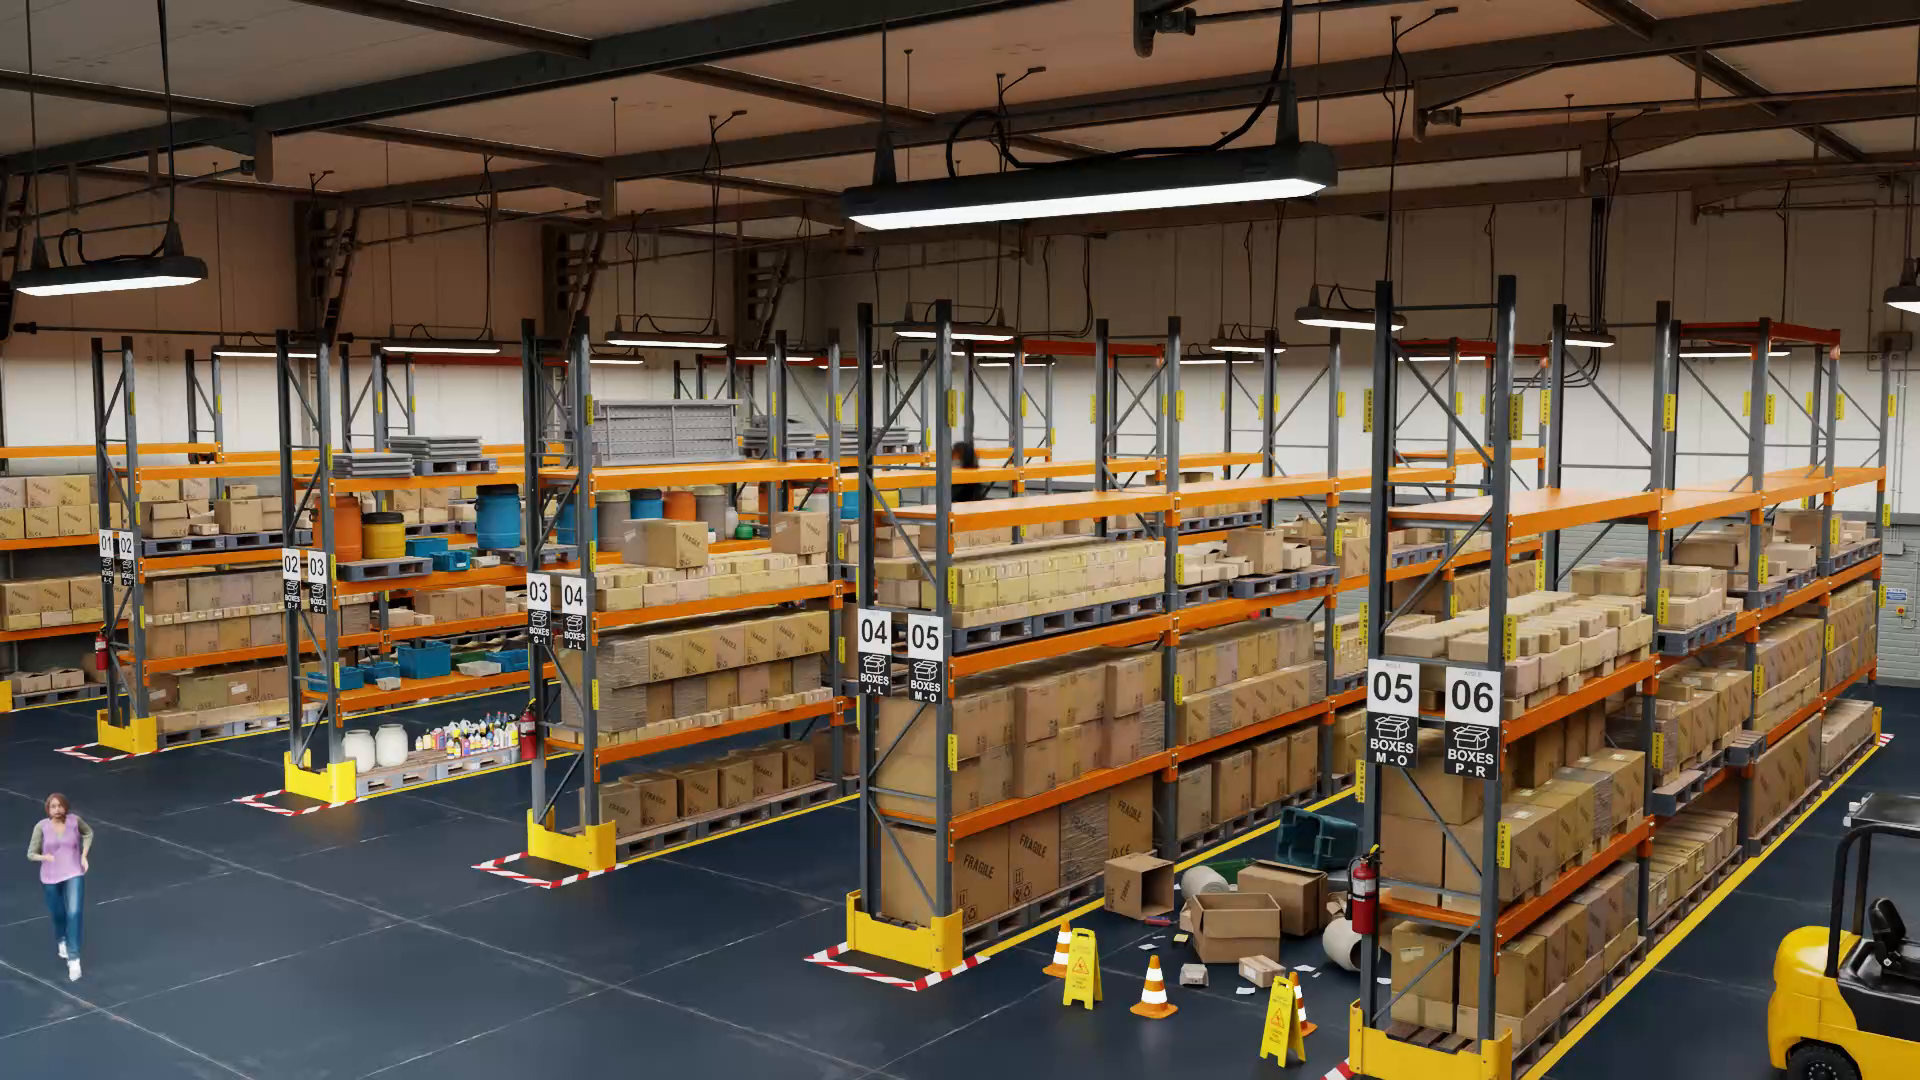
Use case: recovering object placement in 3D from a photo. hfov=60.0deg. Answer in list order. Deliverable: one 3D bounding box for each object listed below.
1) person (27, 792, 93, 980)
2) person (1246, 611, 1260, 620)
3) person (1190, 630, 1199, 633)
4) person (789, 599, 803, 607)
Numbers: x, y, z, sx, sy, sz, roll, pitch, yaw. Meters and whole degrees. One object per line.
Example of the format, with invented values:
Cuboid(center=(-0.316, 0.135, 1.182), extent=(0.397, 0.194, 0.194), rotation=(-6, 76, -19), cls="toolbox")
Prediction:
Cuboid(center=(-8.069, 3.067, 14.938), extent=(0.522, 1.645, 0.751), rotation=(-2, 6, -26), cls="person")
Cuboid(center=(4.287, 1.927, 24.288), extent=(0.632, 1.782, 0.600), rotation=(4, 6, 38), cls="person")
Cuboid(center=(3.210, 2.091, 22.512), extent=(0.579, 1.774, 0.684), rotation=(4, 6, 37), cls="person")
Cuboid(center=(-3.290, 1.505, 32.340), extent=(0.586, 1.672, 0.886), rotation=(2, 6, 26), cls="person")
